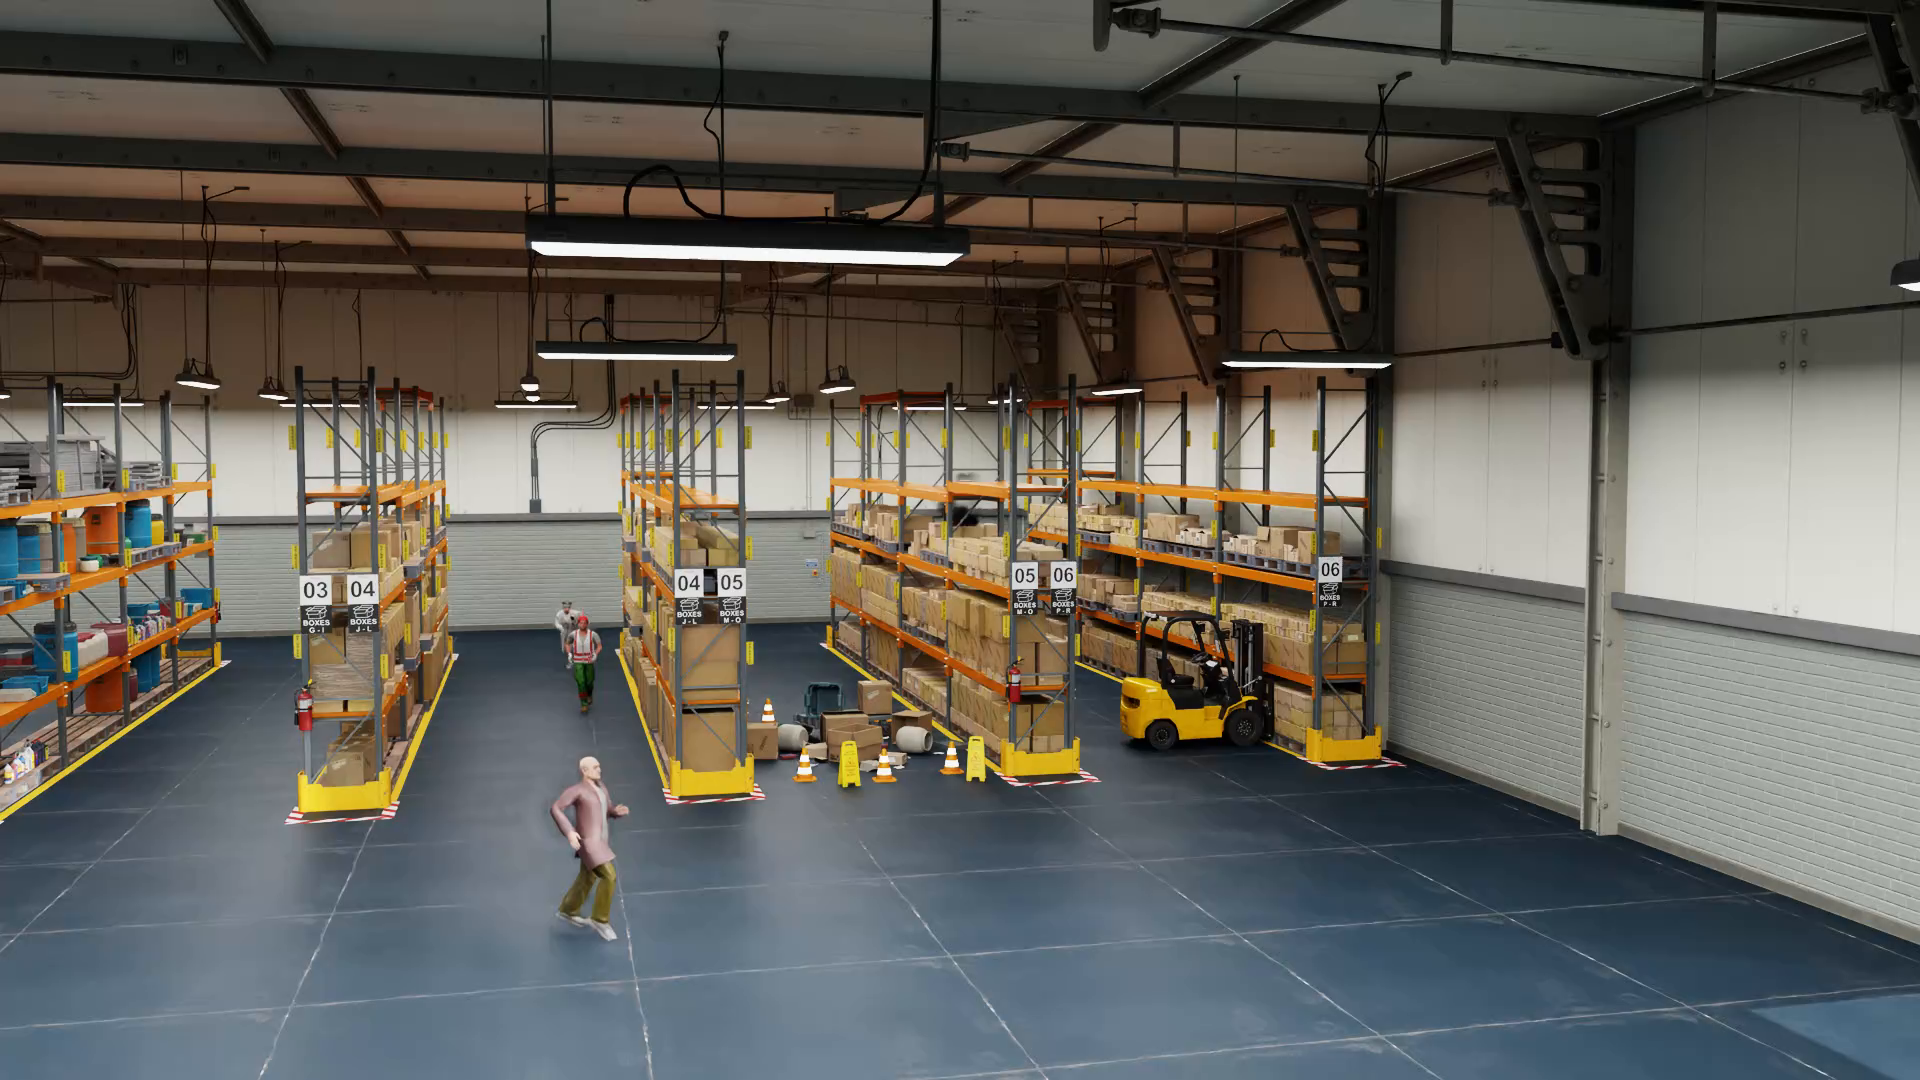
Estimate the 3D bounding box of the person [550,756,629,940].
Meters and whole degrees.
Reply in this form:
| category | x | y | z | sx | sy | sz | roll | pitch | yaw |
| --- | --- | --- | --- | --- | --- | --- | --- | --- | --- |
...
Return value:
| category | x | y | z | sx | sy | sz | roll | pitch | yaw |
| --- | --- | --- | --- | --- | --- | --- | --- | --- | --- |
| person | -3.739 | 3.112 | 16.839 | 0.835 | 1.849 | 0.669 | 1 | 3 | 11 |

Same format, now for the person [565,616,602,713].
| category | x | y | z | sx | sy | sz | roll | pitch | yaw |
| --- | --- | --- | --- | --- | --- | --- | --- | --- | --- |
| person | -6.999 | 2.281 | 30.912 | 0.672 | 1.771 | 0.755 | -1 | 3 | -13 |

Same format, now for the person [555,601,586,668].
| category | x | y | z | sx | sy | sz | roll | pitch | yaw |
| --- | --- | --- | --- | --- | --- | --- | --- | --- | --- |
| person | -8.549 | 2.082 | 36.490 | 0.635 | 1.525 | 0.762 | 0 | 3 | -6 |
